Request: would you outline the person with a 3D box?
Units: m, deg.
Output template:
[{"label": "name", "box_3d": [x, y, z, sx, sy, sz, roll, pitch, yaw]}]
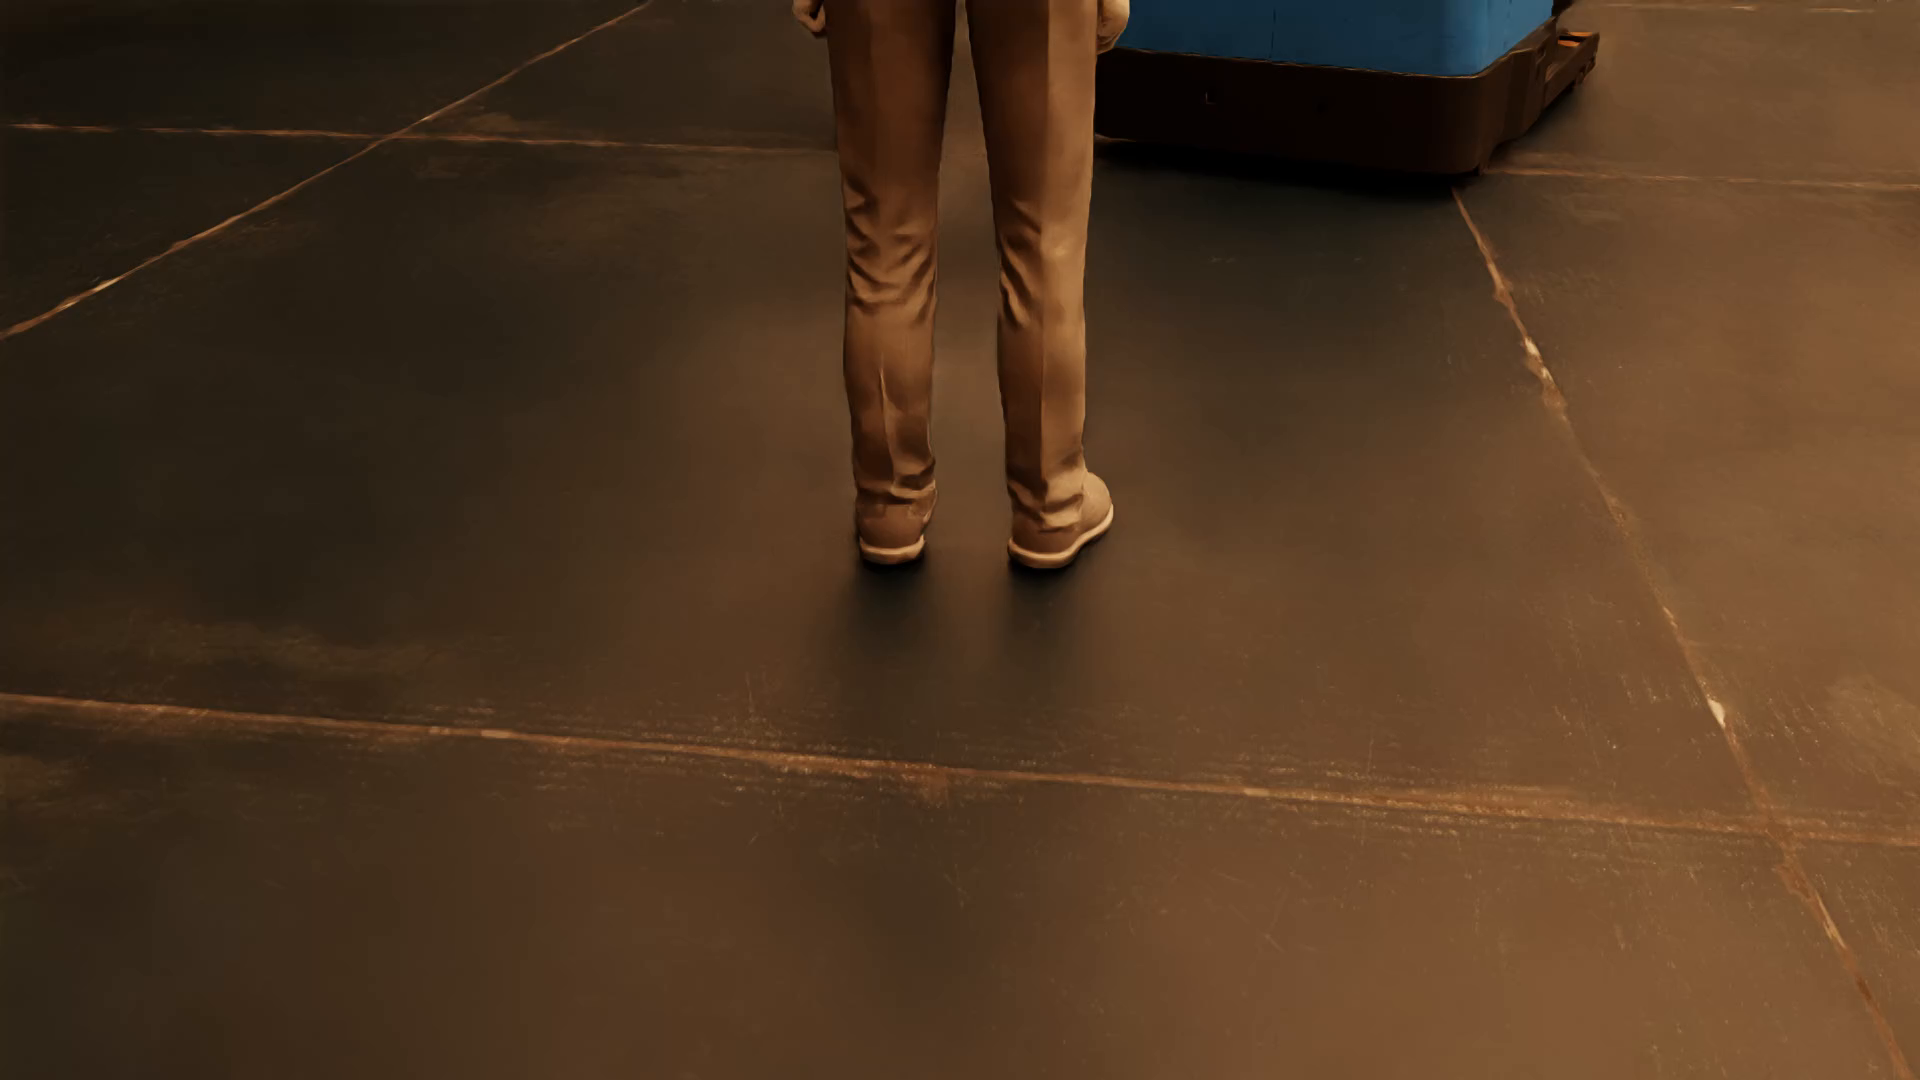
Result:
[{"label": "person", "box_3d": [0.001, -0.757, 2.143, 0.463, 1.680, 0.329, 3, 27, 7]}]

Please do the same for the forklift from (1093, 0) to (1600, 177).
[{"label": "forklift", "box_3d": [1.494, -2.856, 4.942, 1.130, 2.935, 3.031, 13, 29, 24]}]
